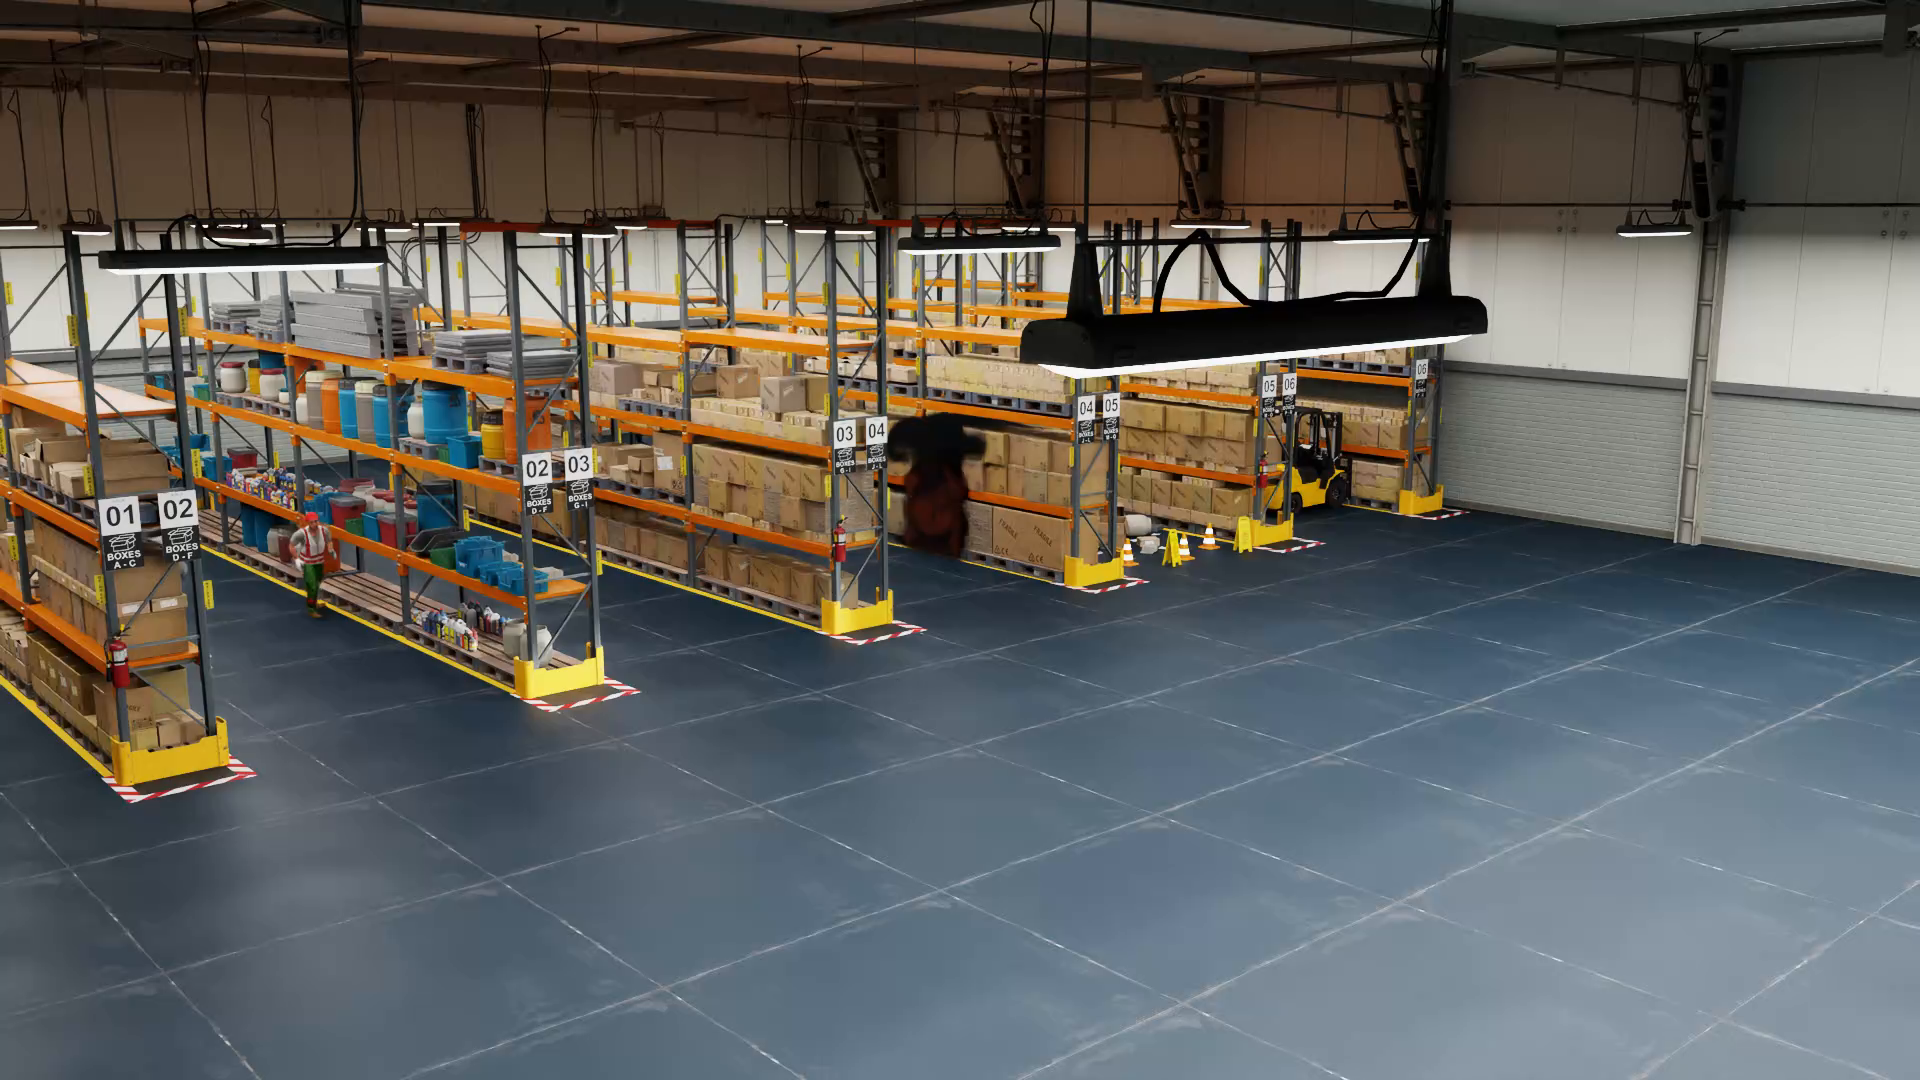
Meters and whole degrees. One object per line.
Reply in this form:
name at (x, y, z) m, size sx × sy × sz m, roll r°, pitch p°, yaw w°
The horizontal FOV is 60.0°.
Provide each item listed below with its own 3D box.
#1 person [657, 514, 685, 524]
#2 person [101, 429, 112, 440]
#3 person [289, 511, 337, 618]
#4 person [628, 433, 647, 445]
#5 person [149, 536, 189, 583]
person at (-5.550, -0.938, 32.273) m, size 1.032 × 1.503 × 0.611 m, roll 9°, pitch 14°, yaw 37°
person at (-18.074, -1.464, 34.831) m, size 0.924 × 1.711 × 0.709 m, roll -3°, pitch 12°, yaw -15°
person at (-10.047, 0.354, 25.864) m, size 0.908 × 1.704 × 0.697 m, roll 7°, pitch 14°, yaw 32°
person at (-8.016, -2.707, 41.291) m, size 0.811 × 1.608 × 0.531 m, roll -5°, pitch 13°, yaw -25°
person at (-12.752, 0.167, 26.729) m, size 0.932 × 1.676 × 0.663 m, roll 8°, pitch 14°, yaw 33°
